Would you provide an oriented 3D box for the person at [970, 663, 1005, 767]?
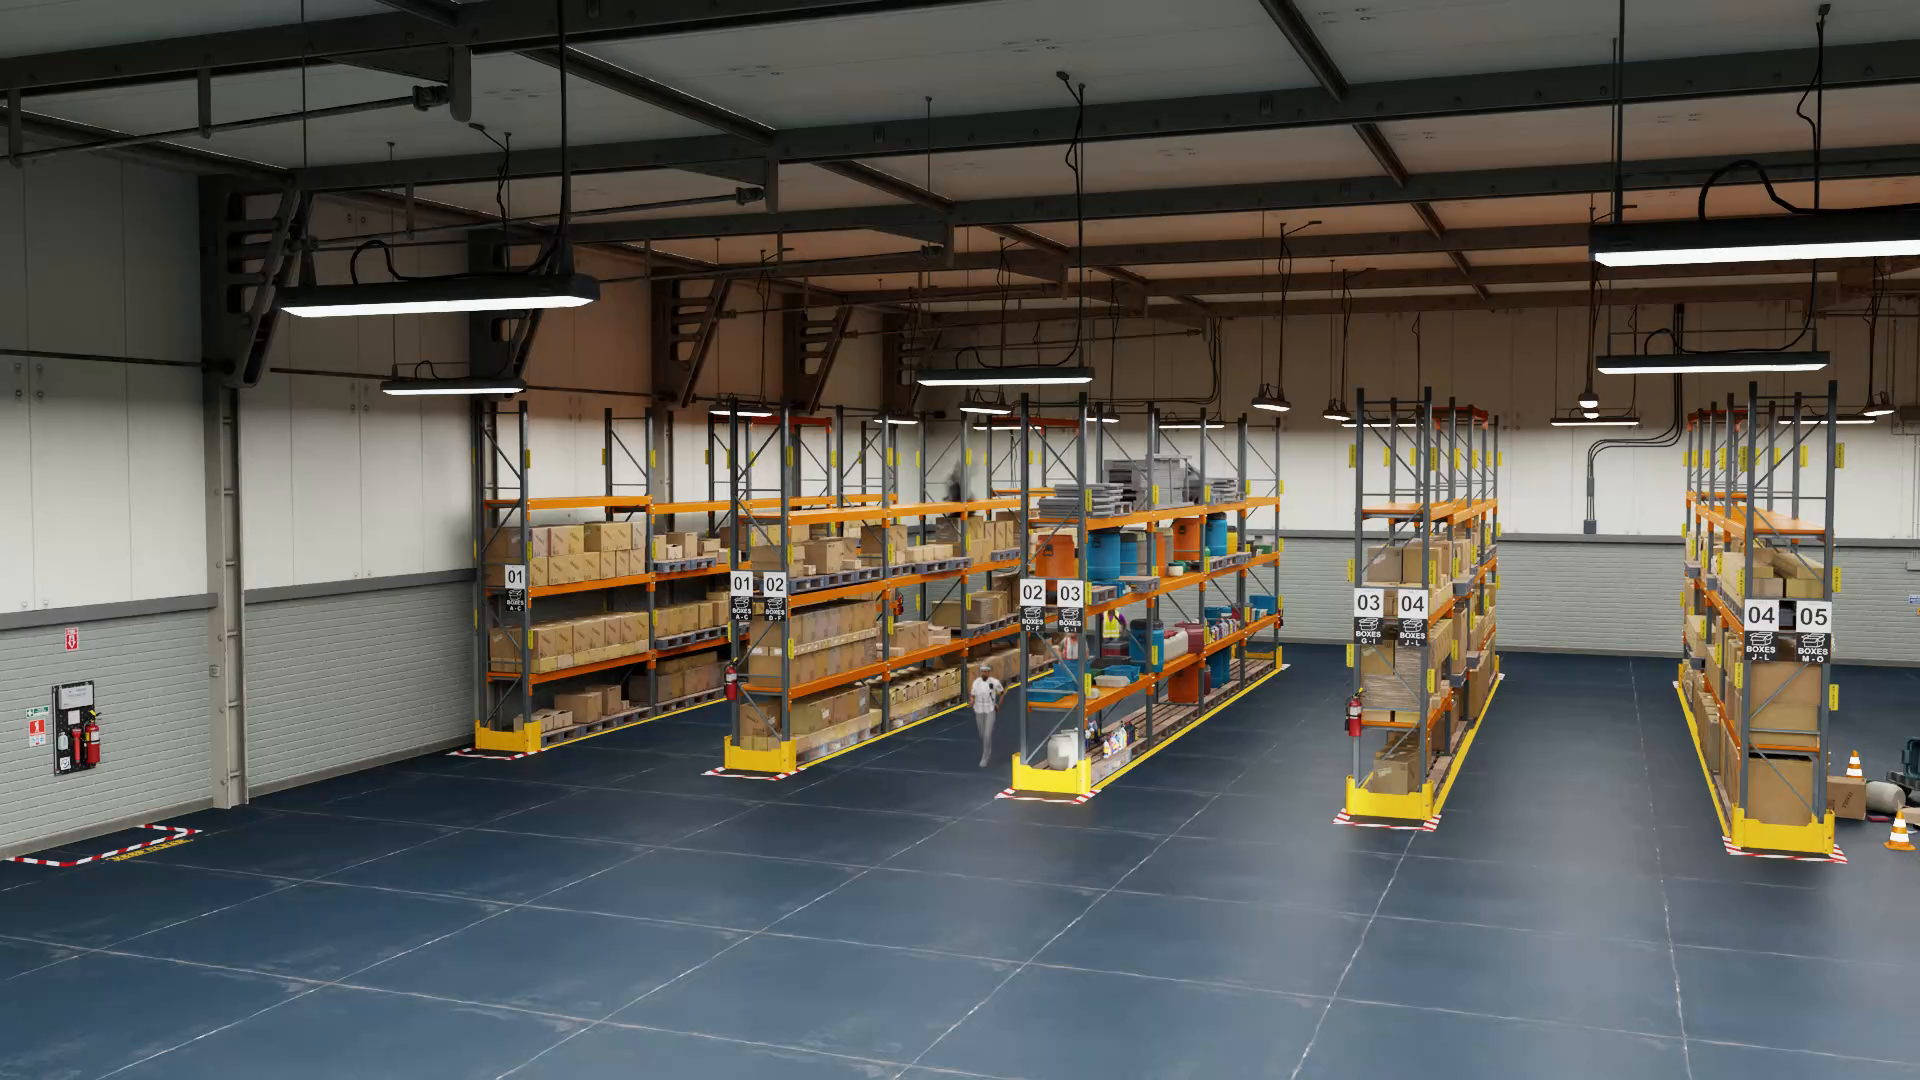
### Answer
[{"bbox_3d":[0.447,2.832,27.365,0.562,1.682,0.889,1,3,16],"label":"person"}]

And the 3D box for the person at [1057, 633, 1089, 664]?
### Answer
[{"bbox_3d":[2.236,2.528,32.996,0.659,1.731,0.635,0,3,8],"label":"person"}]

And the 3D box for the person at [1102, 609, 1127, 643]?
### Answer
[{"bbox_3d":[3.518,2.269,38.685,0.698,1.737,0.677,0,3,8],"label":"person"}]
